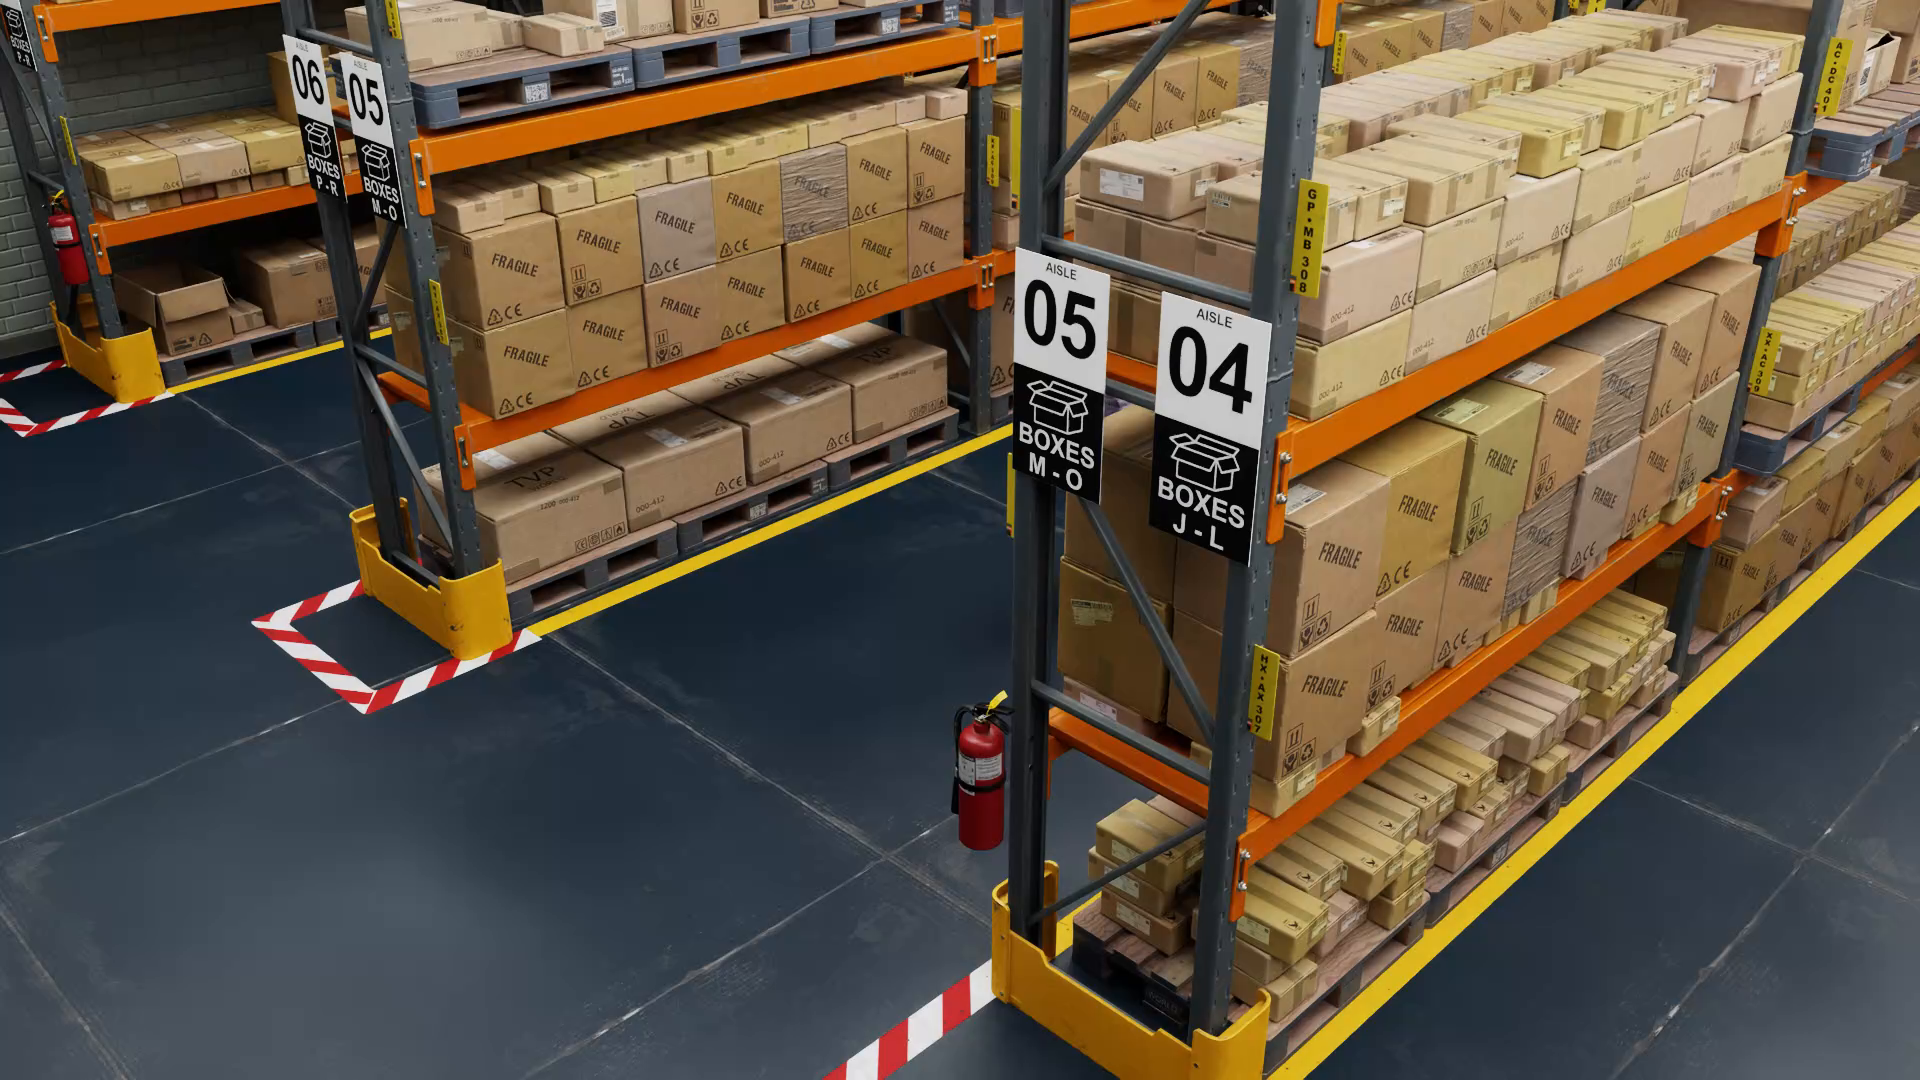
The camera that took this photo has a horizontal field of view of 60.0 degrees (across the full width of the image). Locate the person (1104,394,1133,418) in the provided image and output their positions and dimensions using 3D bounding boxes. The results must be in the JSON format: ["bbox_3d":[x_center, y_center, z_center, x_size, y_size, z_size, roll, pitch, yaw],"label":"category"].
[{"bbox_3d":[0.967,-0.549,9.635,0.636,1.628,0.729,22,35,36],"label":"person"}]
